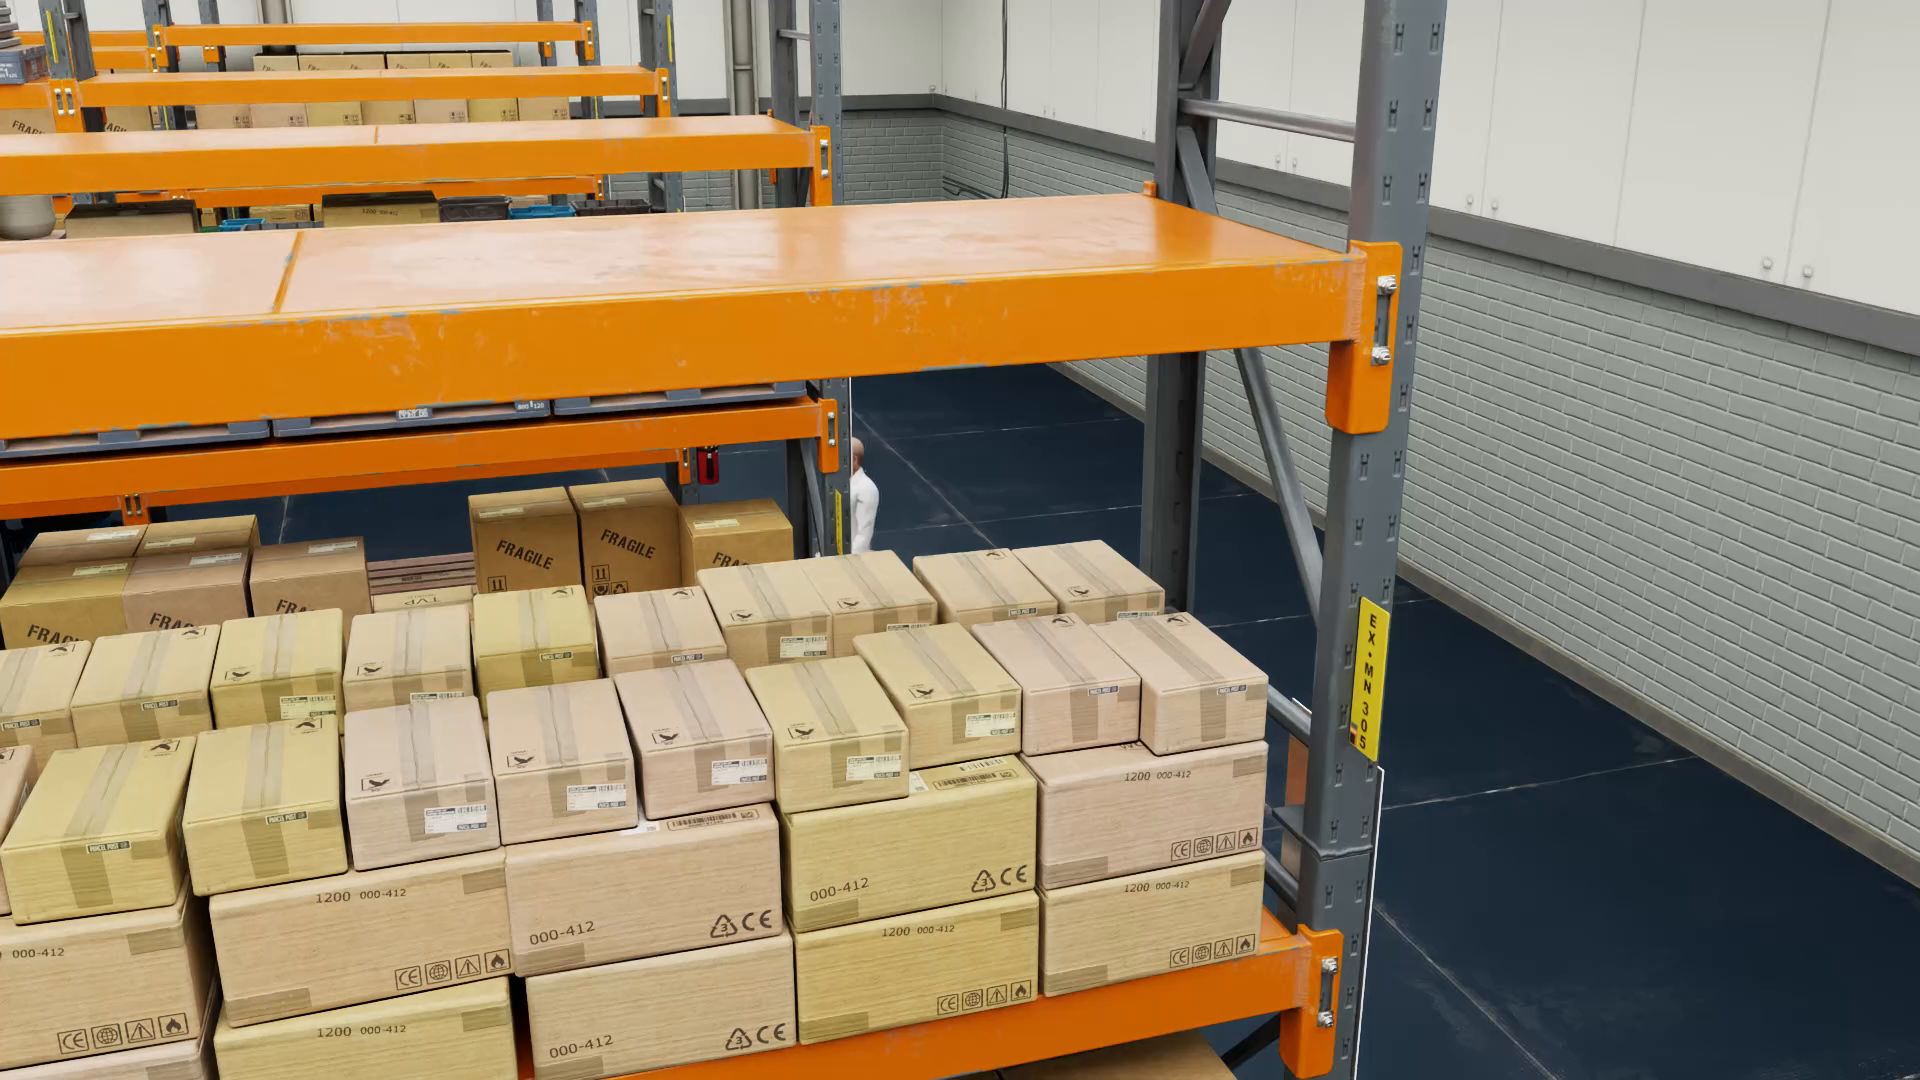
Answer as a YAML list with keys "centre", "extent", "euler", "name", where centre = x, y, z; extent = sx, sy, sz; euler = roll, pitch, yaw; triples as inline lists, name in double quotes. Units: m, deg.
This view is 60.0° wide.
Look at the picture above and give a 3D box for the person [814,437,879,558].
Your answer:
- centre: [-0.845, 0.162, 11.568]
  extent: [0.563, 1.786, 0.618]
  euler: [-14, 23, -34]
  name: "person"
